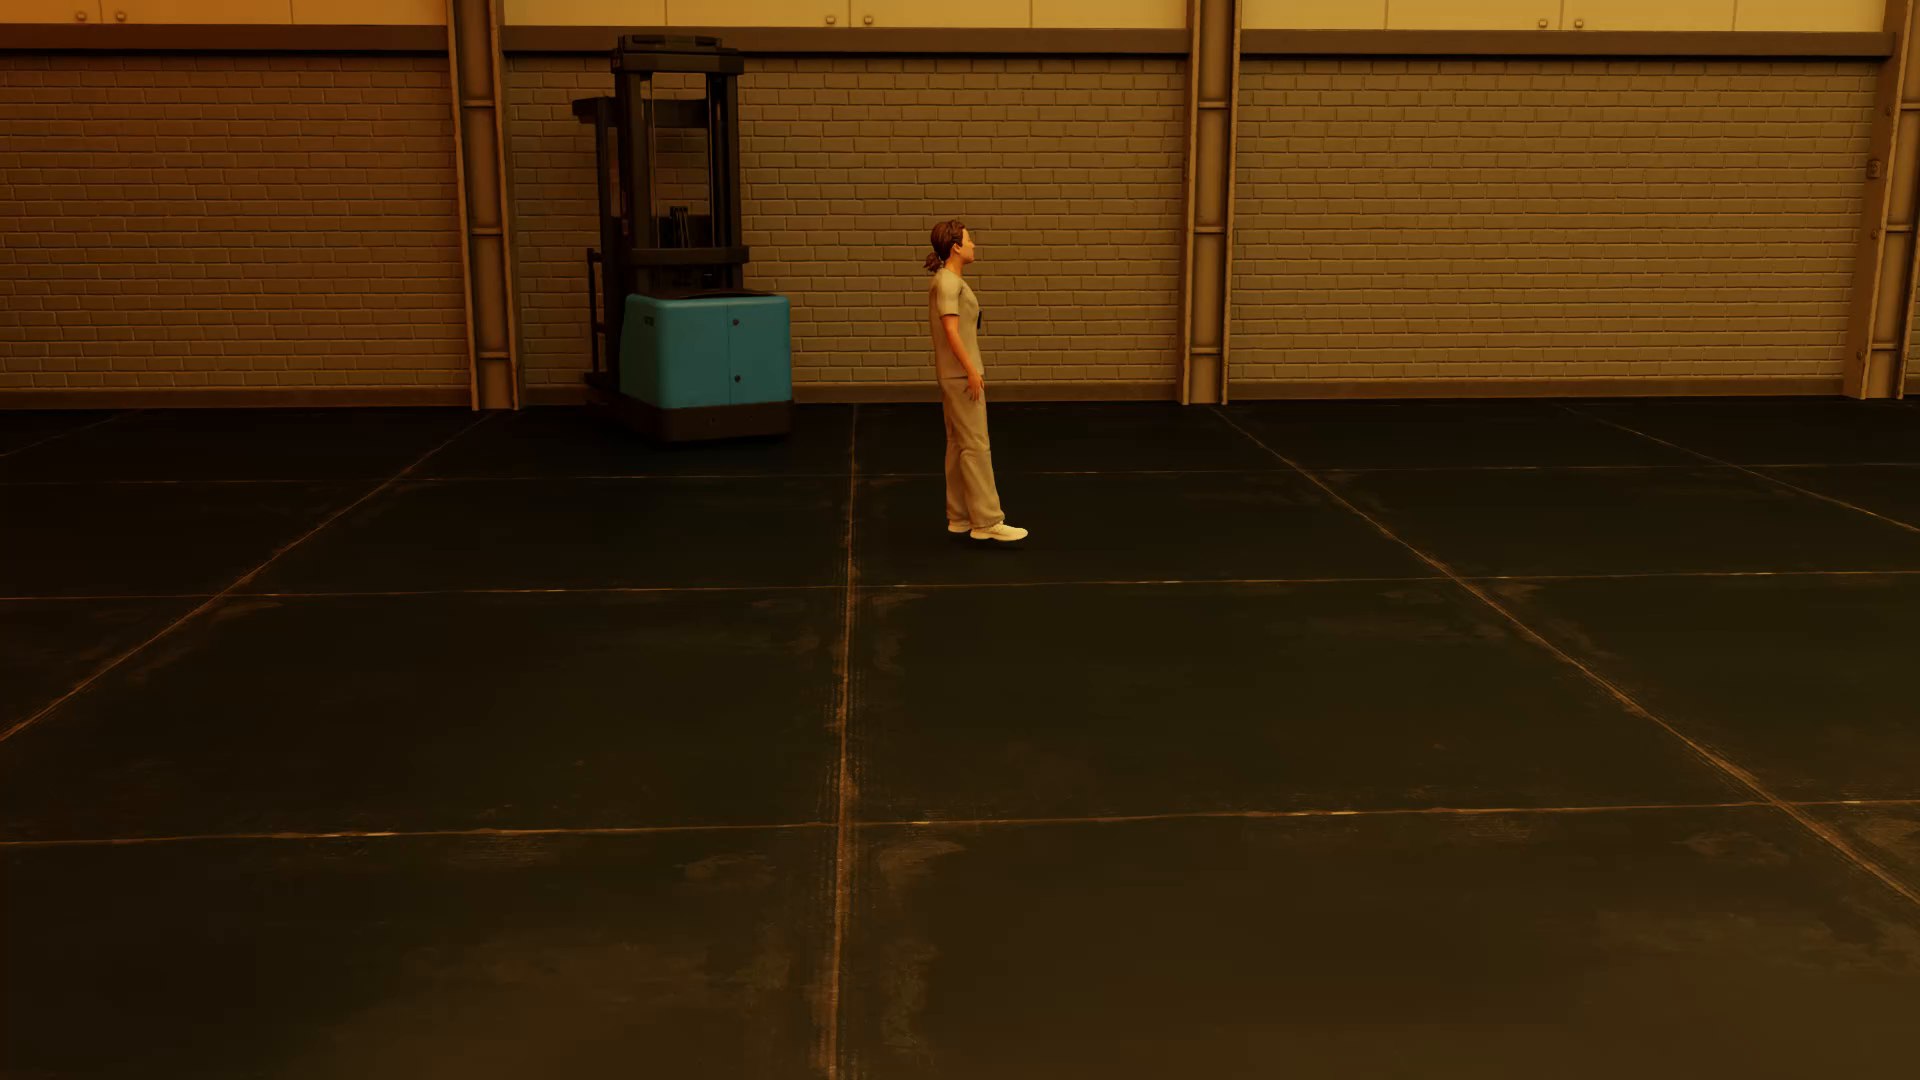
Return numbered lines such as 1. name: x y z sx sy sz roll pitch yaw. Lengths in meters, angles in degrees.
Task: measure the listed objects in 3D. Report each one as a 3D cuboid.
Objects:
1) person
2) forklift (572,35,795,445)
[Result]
1. person: 0.074 -0.862 8.899 0.549 1.675 0.549 -1 13 -3
2. forklift: -2.354 -2.399 13.083 1.130 2.935 3.031 -7 14 -27
